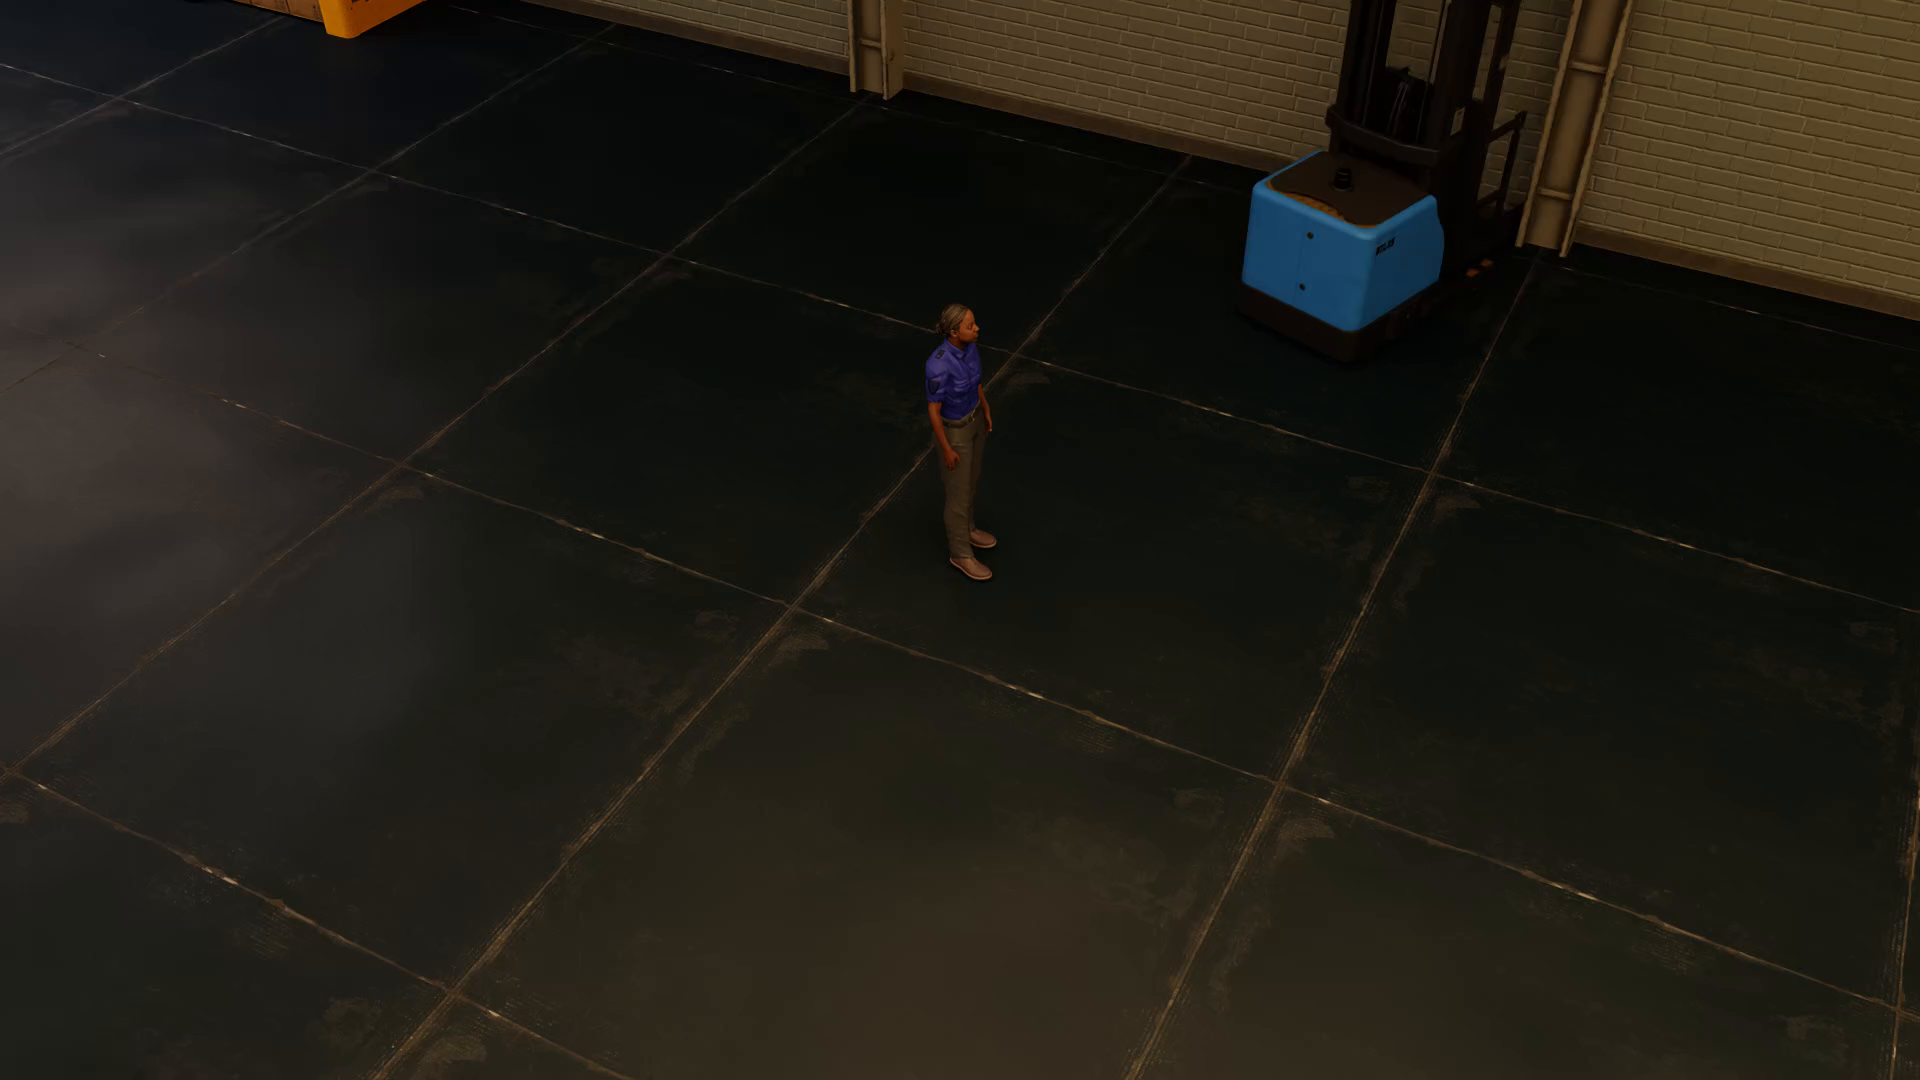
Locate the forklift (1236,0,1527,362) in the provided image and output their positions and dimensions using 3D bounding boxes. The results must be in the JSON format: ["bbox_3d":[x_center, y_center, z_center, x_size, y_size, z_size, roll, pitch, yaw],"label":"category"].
[{"bbox_3d":[3.427,-3.203,11.790,3.031,2.935,1.130,-32,50,-32],"label":"forklift"}]

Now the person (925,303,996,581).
[{"bbox_3d":[0.069,-0.601,9.679,0.503,1.656,0.569,18,43,21],"label":"person"}]
